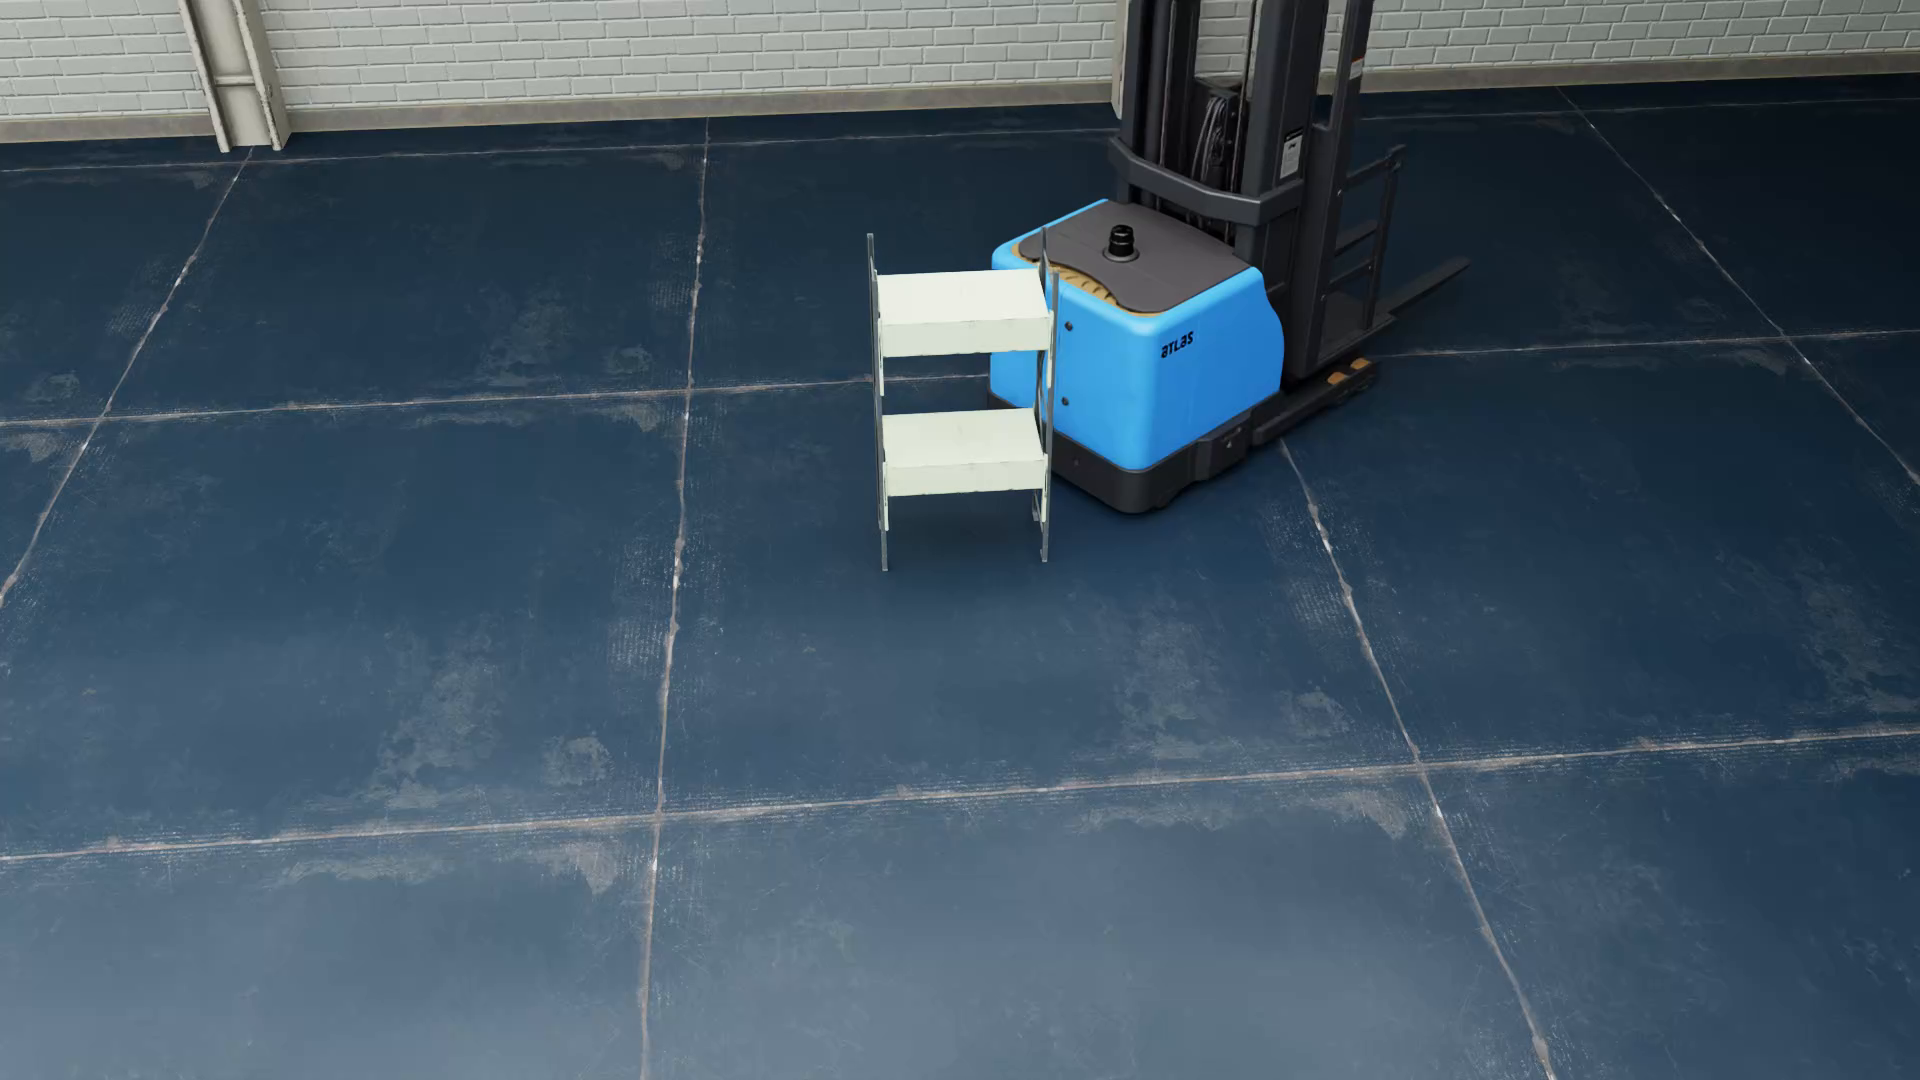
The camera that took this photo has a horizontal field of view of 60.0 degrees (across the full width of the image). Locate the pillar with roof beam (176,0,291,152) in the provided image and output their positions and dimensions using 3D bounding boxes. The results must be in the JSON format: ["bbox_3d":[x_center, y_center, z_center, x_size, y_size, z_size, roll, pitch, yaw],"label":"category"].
[{"bbox_3d":[-4.328,-3.548,4.982,0.400,9.000,9.100,-3,38,-4],"label":"pillar with roof beam"}]

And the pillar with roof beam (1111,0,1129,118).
[{"bbox_3d":[1.648,-3.877,5.399,0.400,9.000,9.100,-3,38,-4],"label":"pillar with roof beam"}]

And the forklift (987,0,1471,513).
[{"bbox_3d":[1.555,-2.068,8.005,3.031,2.935,1.130,-30,47,-32],"label":"forklift"}]

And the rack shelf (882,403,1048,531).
[{"bbox_3d":[0.007,-0.333,7.488,0.720,0.370,0.431,-3,38,-4],"label":"rack shelf"}]

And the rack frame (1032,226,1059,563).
[{"bbox_3d":[0.371,-0.609,7.311,0.023,1.500,0.400,-3,38,-4],"label":"rack frame"}]

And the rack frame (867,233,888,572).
[{"bbox_3d":[-0.358,-0.569,7.260,0.023,1.500,0.400,-3,38,-4],"label":"rack frame"}]

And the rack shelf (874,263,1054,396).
[{"bbox_3d":[0.007,-0.896,7.044,0.720,0.370,0.431,-3,38,-4],"label":"rack shelf"}]

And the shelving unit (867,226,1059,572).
[{"bbox_3d":[0.007,-0.589,7.286,0.755,1.500,0.431,-3,38,-4],"label":"shelving unit"}]
